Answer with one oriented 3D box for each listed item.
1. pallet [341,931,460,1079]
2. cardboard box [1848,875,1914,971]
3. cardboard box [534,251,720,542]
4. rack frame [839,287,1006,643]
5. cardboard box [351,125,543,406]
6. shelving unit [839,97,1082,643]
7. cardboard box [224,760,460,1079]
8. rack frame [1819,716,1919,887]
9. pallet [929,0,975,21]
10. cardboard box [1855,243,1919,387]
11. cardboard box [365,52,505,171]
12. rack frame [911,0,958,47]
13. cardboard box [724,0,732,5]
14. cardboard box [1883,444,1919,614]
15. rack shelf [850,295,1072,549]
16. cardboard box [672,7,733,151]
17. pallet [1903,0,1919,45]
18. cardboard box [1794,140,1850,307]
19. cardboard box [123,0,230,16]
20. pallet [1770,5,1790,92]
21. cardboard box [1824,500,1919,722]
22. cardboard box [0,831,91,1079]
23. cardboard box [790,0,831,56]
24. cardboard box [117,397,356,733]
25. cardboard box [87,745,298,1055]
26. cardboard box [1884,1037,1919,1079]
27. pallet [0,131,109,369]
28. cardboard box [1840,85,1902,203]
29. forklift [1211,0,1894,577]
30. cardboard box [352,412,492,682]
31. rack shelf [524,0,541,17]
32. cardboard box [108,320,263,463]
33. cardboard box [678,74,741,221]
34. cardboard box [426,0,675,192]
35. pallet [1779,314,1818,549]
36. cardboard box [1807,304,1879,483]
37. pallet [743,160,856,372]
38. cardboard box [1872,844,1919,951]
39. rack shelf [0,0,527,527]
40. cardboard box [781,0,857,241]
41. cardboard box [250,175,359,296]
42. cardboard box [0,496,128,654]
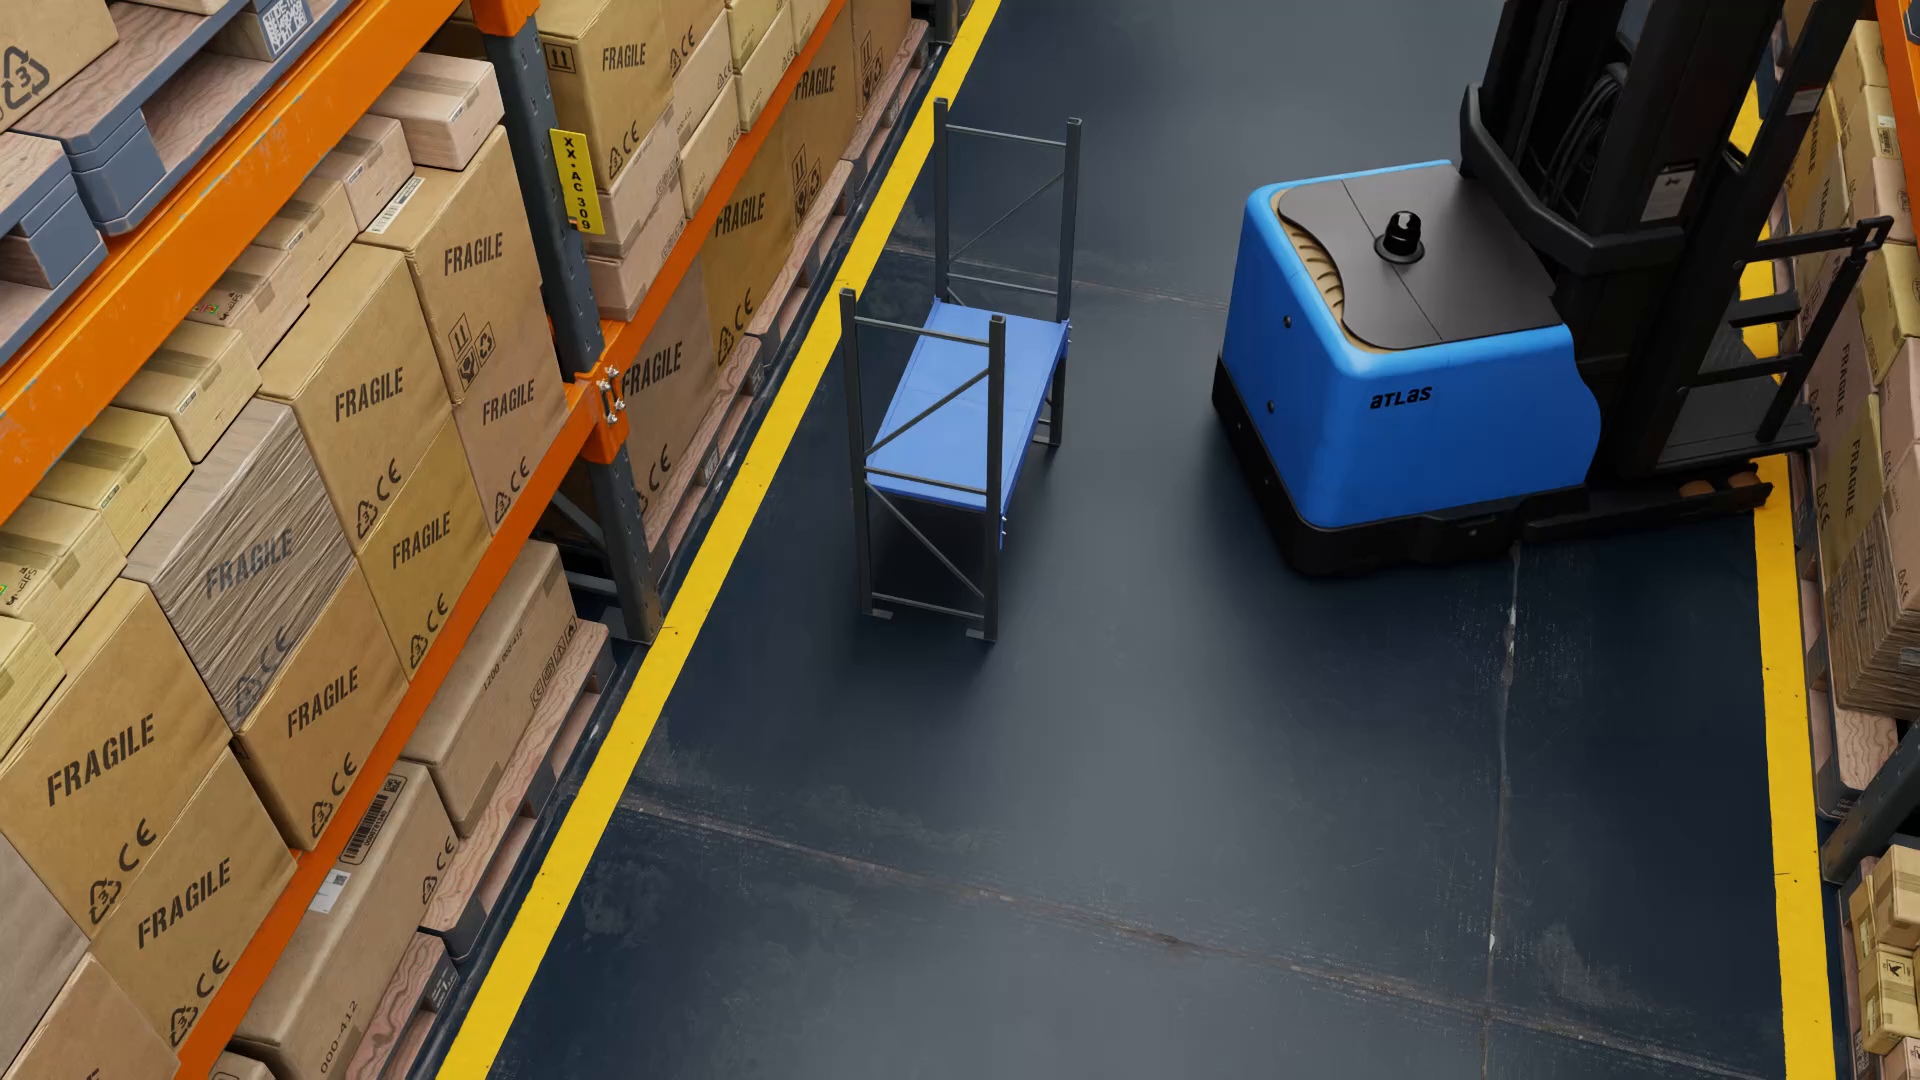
[{"bbox_3d":[-2.157,1.589,4.707,1.003,0.211,1.213,12,50,10],"label":"pallet"},{"bbox_3d":[2.834,1.154,4.852,0.380,0.149,0.250,10,49,8],"label":"cardboard box"},{"bbox_3d":[-1.476,-0.654,5.964,0.875,0.875,0.875,13,50,11],"label":"cardboard box"},{"bbox_3d":[-0.111,-0.190,5.418,0.500,1.500,0.032,12,50,10],"label":"rack frame"},{"bbox_3d":[-1.420,-0.722,4.153,0.500,0.500,0.500,11,50,10],"label":"cardboard box"},{"bbox_3d":[0.022,-0.558,5.742,0.538,1.500,1.048,12,50,10],"label":"shelving unit"},{"bbox_3d":[-2.066,1.036,4.764,0.875,0.438,0.875,10,49,9],"label":"cardboard box"},{"bbox_3d":[3.240,0.150,4.117,1.000,3.000,0.127,12,50,10],"label":"rack frame"},{"bbox_3d":[-0.302,-3.289,9.012,1.003,0.211,1.213,12,50,10],"label":"pallet"},{"bbox_3d":[3.466,-0.753,5.801,0.500,0.250,0.500,10,49,8],"label":"cardboard box"},{"bbox_3d":[-1.336,-1.047,4.007,0.380,0.149,0.250,11,49,9],"label":"cardboard box"},{"bbox_3d":[-0.509,-3.647,7.468,1.000,3.000,0.127,12,50,10],"label":"rack frame"},{"bbox_3d":[-0.927,-2.115,5.383,0.500,0.500,0.500,10,49,9],"label":"cardboard box"},{"bbox_3d":[3.192,0.001,5.135,0.500,0.250,0.500,10,49,9],"label":"cardboard box"},{"bbox_3d":[0.022,-0.439,5.877,0.538,0.185,1.000,12,50,10],"label":"rack shelf"},{"bbox_3d":[-1.064,-1.515,5.353,0.500,0.250,0.500,12,50,11],"label":"cardboard box"},{"bbox_3d":[4.208,-2.143,6.269,1.213,0.211,1.003,12,50,10],"label":"pallet"},{"bbox_3d":[3.732,-1.230,6.722,0.500,0.500,0.500,12,50,10],"label":"cardboard box"},{"bbox_3d":[-1.491,-1.119,3.057,0.380,0.149,0.250,13,50,11],"label":"cardboard box"},{"bbox_3d":[4.573,-2.376,8.206,1.003,0.211,1.213,12,50,10],"label":"pallet"},{"bbox_3d":[3.192,0.253,5.413,0.500,0.500,0.500,11,49,9],"label":"cardboard box"},{"bbox_3d":[-1.957,0.736,2.867,0.500,0.500,0.500,11,50,10],"label":"cardboard box"},{"bbox_3d":[-0.766,-2.072,6.178,0.500,0.250,0.500,11,49,9],"label":"cardboard box"},{"bbox_3d":[-1.686,0.013,3.504,0.500,0.500,0.500,12,50,11],"label":"cardboard box"},{"bbox_3d":[-1.838,0.714,3.552,0.500,0.500,0.500,13,50,11],"label":"cardboard box"},{"bbox_3d":[2.749,1.537,4.514,0.380,0.149,0.250,11,50,10],"label":"cardboard box"},{"bbox_3d":[-2.111,-0.248,2.526,1.003,0.211,1.213,12,50,10],"label":"pallet"},{"bbox_3d":[3.744,-1.486,6.447,0.500,0.250,0.500,11,49,10],"label":"cardboard box"},{"bbox_3d":[2.579,-1.417,5.545,3.031,2.935,1.130,-10,49,-9],"label":"forklift"},{"bbox_3d":[-1.568,-0.028,4.207,0.500,0.500,0.500,10,49,9],"label":"cardboard box"},{"bbox_3d":[-1.036,-2.955,5.337,1.077,0.370,4.000,12,50,10],"label":"rack shelf"},{"bbox_3d":[-1.666,-0.324,3.369,0.380,0.149,0.250,11,50,10],"label":"cardboard box"},{"bbox_3d":[-1.057,-1.345,5.536,0.500,0.250,0.500,10,49,9],"label":"cardboard box"},{"bbox_3d":[-1.169,-1.379,4.733,0.500,0.500,0.500,12,50,10],"label":"cardboard box"},{"bbox_3d":[3.763,-0.376,6.441,1.003,0.211,1.213,12,50,10],"label":"pallet"},{"bbox_3d":[3.466,-0.488,6.067,0.500,0.500,0.500,11,49,9],"label":"cardboard box"},{"bbox_3d":[-1.113,-1.289,7.247,1.003,0.211,1.213,12,50,10],"label":"pallet"},{"bbox_3d":[2.836,1.055,4.741,0.380,0.149,0.250,14,50,12],"label":"cardboard box"},{"bbox_3d":[-2.088,-0.062,2.783,1.077,0.370,4.000,12,50,10],"label":"rack shelf"},{"bbox_3d":[-1.010,-1.955,7.112,0.875,0.875,0.875,12,50,10],"label":"cardboard box"},{"bbox_3d":[-1.585,-0.699,3.700,0.380,0.149,0.250,12,50,10],"label":"cardboard box"},{"bbox_3d":[-1.784,0.046,3.042,0.380,0.149,0.250,12,50,10],"label":"cardboard box"}]
